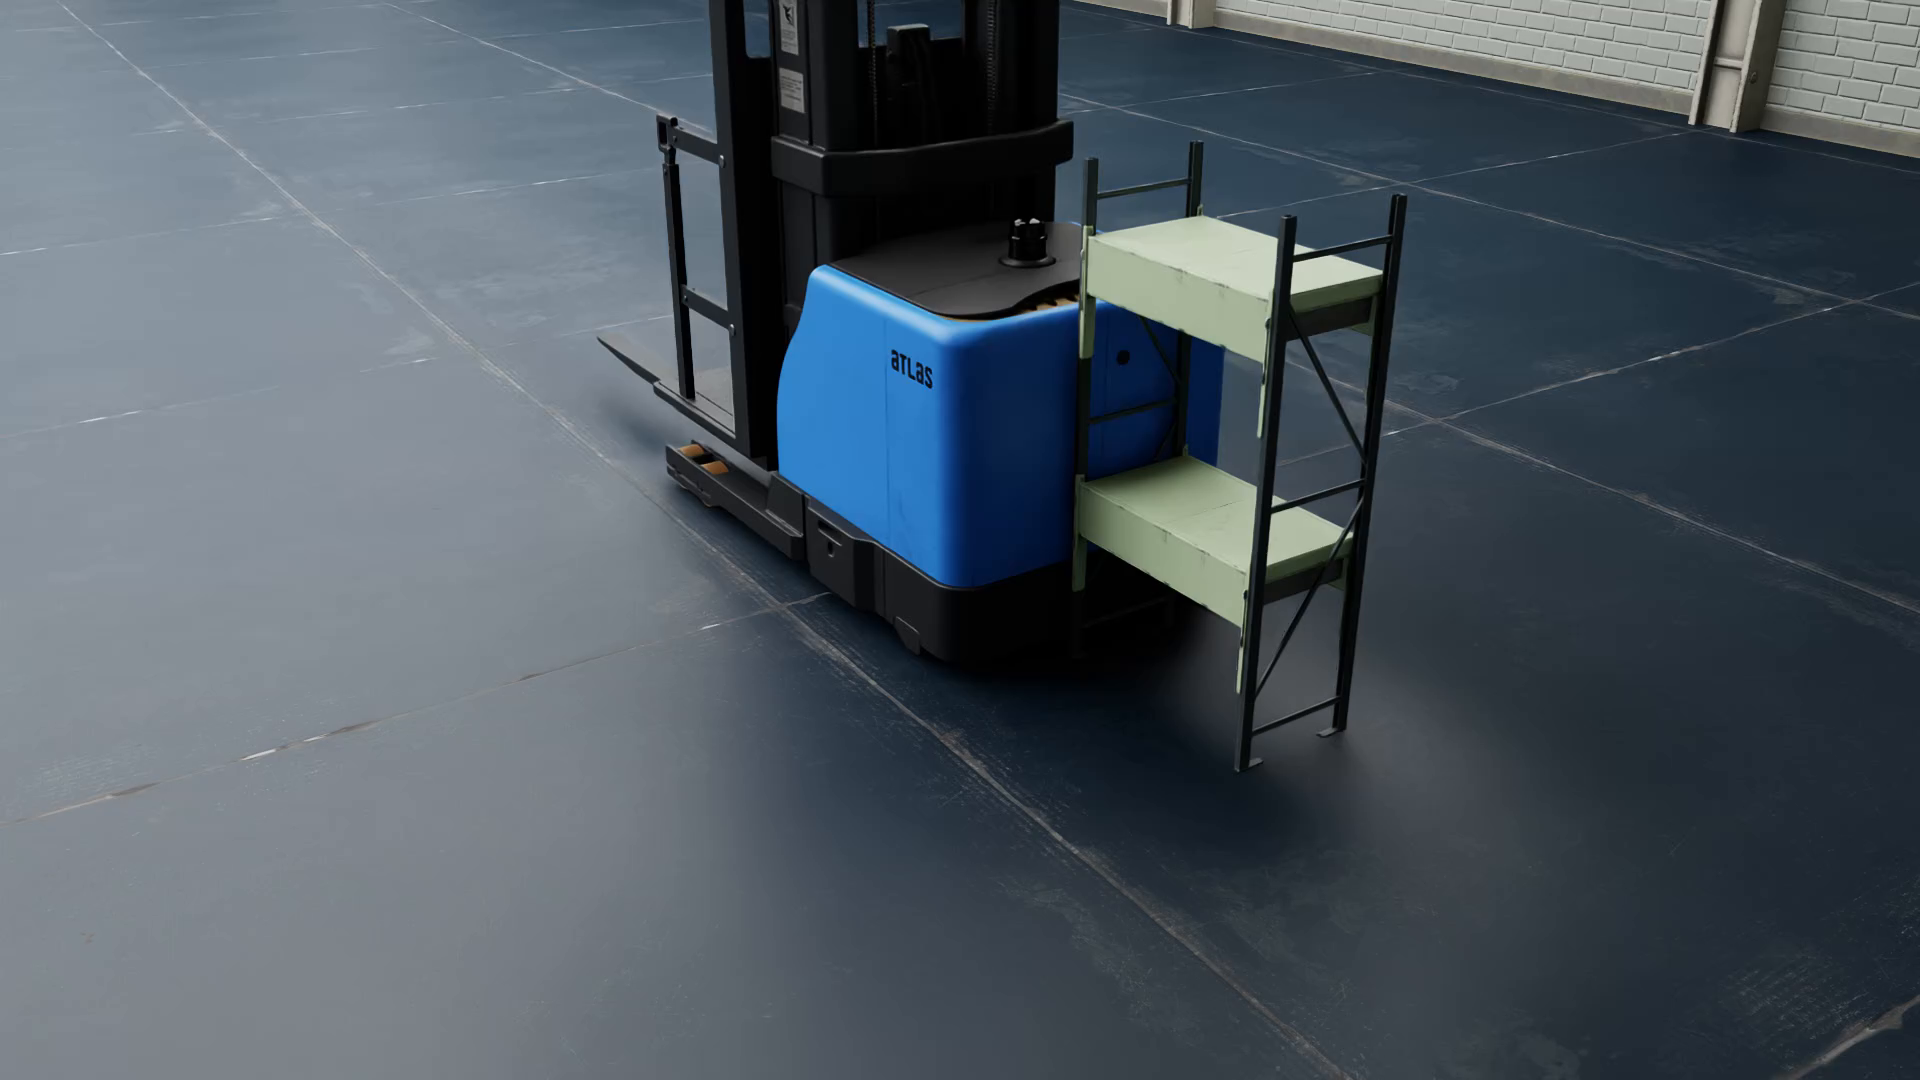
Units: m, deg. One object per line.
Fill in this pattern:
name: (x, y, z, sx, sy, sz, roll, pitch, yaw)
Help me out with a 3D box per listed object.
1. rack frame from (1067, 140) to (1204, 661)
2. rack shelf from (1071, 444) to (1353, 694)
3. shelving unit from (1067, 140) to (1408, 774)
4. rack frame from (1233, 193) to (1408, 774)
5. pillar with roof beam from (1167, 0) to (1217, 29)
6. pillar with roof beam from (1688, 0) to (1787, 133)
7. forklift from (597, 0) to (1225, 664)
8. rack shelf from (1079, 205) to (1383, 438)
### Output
rack frame: (0.495, -0.366, 4.768, 0.400, 1.500, 0.023, -16, 30, -30)
rack shelf: (0.699, 0.058, 4.633, 0.431, 0.370, 0.720, -16, 30, -30)
shelving unit: (0.699, -0.236, 4.494, 0.431, 1.500, 0.755, -16, 30, -30)
rack frame: (0.903, -0.107, 4.219, 0.400, 1.500, 0.023, -16, 30, -30)
pillar with roof beam: (-1.286, -8.245, 12.675, 9.100, 9.000, 0.400, -16, 29, -30)
pillar with roof beam: (1.990, -6.099, 8.129, 9.100, 9.000, 0.400, -16, 29, -30)
forklift: (-0.426, -1.544, 5.588, 1.130, 2.935, 3.031, -16, 30, -30)
rack shelf: (0.699, -0.589, 4.327, 0.431, 0.370, 0.720, -16, 30, -30)
